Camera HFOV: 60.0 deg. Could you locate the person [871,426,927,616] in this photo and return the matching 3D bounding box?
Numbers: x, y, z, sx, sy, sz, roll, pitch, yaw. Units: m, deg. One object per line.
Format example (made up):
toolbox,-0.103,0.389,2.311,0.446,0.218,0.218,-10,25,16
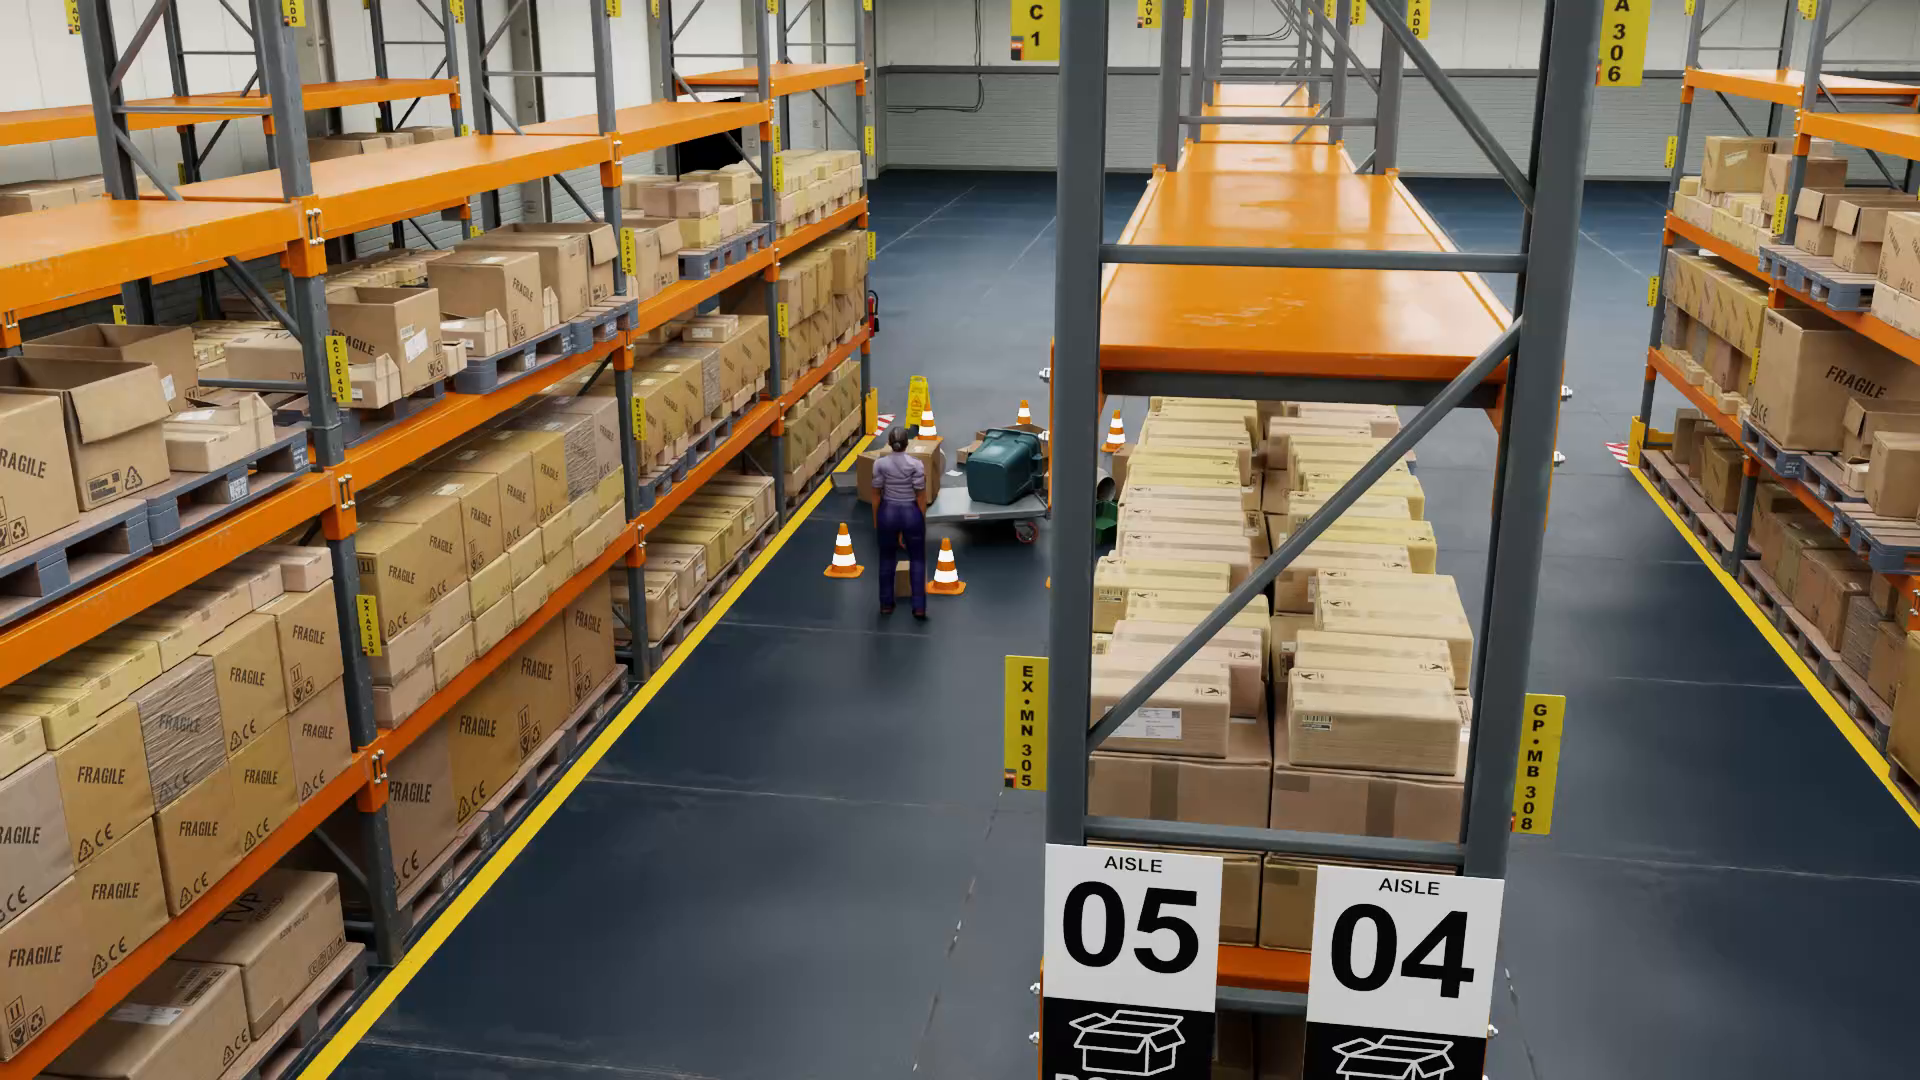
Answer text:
person,-0.507,-0.150,14.041,0.475,1.684,0.372,2,18,7
